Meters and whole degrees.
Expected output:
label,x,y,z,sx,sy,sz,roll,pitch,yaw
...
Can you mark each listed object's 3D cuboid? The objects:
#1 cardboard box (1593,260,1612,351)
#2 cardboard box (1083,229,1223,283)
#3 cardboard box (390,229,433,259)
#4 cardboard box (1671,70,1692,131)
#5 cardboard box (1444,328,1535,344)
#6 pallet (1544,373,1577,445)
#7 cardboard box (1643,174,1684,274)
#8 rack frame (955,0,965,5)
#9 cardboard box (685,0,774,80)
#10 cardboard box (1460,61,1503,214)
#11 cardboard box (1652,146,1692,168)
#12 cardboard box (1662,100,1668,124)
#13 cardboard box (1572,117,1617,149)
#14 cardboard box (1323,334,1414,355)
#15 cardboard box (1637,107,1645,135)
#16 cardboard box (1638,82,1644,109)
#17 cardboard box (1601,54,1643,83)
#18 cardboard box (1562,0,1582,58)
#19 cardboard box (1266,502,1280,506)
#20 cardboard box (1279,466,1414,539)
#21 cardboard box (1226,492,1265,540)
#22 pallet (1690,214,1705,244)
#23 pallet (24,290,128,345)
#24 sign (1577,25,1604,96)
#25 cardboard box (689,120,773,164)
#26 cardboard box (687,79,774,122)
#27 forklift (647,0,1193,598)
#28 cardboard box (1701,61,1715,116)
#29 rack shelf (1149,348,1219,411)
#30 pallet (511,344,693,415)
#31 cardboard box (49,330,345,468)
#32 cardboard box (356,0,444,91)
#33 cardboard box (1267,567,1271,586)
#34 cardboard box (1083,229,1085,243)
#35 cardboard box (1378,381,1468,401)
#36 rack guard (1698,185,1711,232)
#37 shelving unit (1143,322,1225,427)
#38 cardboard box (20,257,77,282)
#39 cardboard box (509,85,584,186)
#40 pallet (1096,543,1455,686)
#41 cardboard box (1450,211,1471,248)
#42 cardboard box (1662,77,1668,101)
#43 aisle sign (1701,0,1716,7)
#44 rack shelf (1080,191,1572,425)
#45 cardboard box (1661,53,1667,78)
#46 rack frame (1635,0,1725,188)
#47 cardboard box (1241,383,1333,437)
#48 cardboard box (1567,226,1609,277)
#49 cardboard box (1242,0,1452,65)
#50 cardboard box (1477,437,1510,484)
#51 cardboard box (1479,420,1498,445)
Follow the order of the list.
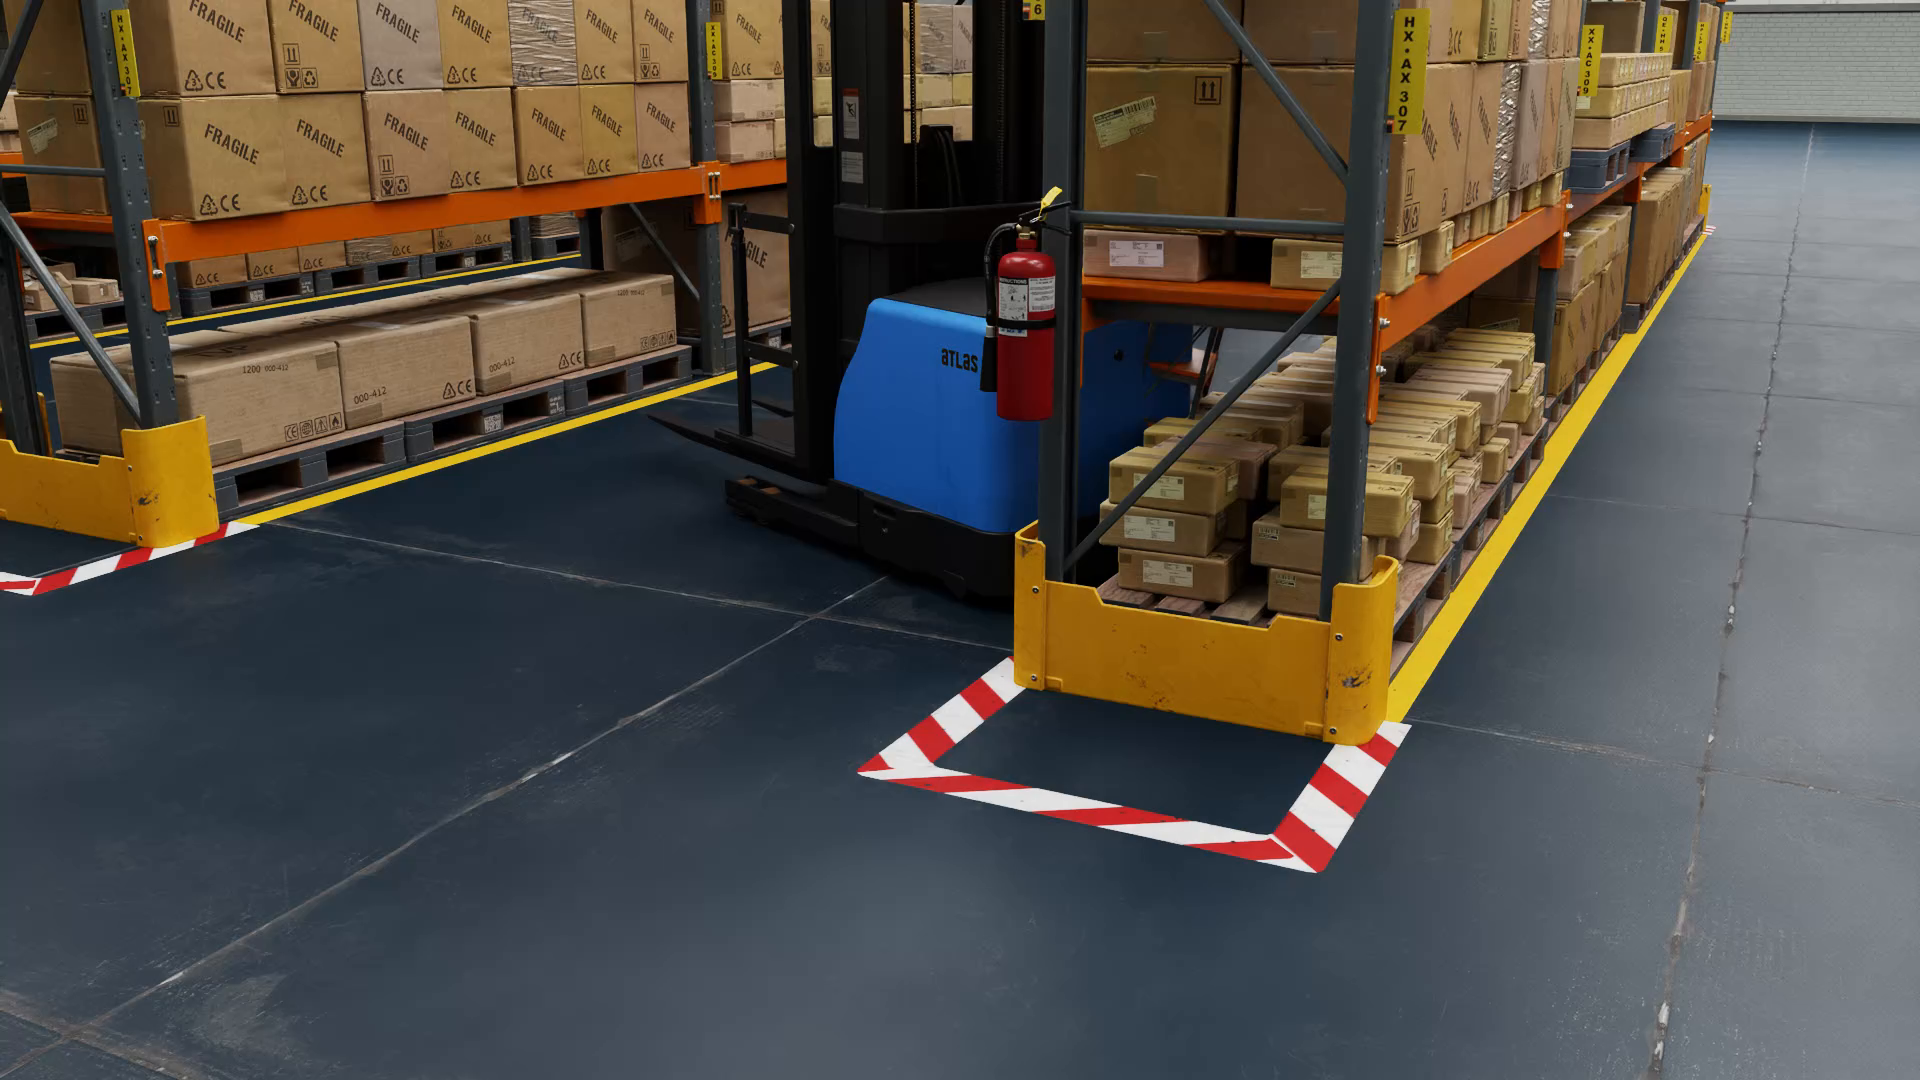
label,x,y,z,sx,sy,sz,roll,pitch,yaw
cardboard box,3.777,-1.487,10.416,0.500,0.500,0.500,7,18,23
cardboard box,0.612,-0.914,5.276,0.380,0.149,0.250,8,18,25
cardboard box,-5.083,-2.796,14.824,0.500,0.500,0.500,9,19,28
cardboard box,6.088,-3.853,14.554,0.500,0.500,0.500,8,18,25
cardboard box,2.581,-0.931,8.115,0.380,0.149,0.250,9,19,27
pallet,2.854,-0.796,9.335,1.003,0.211,1.213,8,18,25
cardboard box,5.450,-2.680,13.994,1.050,0.750,0.750,8,18,25
rack frame,-0.179,-3.558,13.734,1.000,3.000,0.127,8,18,25
cardboard box,-1.513,-3.141,10.401,0.500,0.500,0.500,8,18,26
cardboard box,1.614,-1.448,5.934,0.500,0.500,0.500,8,18,26
cardboard box,6.425,-3.306,15.883,0.875,0.875,0.875,8,19,26
cardboard box,4.485,-2.850,11.056,0.380,0.149,0.250,8,19,26
cardboard box,3.095,-2.057,8.387,0.380,0.149,0.250,7,18,23
cardboard box,1.992,-0.931,8.114,0.380,0.149,0.250,9,19,28
cardboard box,3.789,-2.454,9.723,0.380,0.149,0.250,7,18,23
cardboard box,3.676,-2.535,9.472,0.380,0.149,0.250,8,18,24
cardboard box,3.558,-2.608,9.195,0.380,0.149,0.250,8,18,25
cardboard box,2.539,-2.450,7.552,0.500,0.500,0.500,7,18,23
cardboard box,1.086,-0.110,6.397,0.380,0.149,0.250,8,18,26
cardboard box,1.258,-0.126,5.405,0.380,0.149,0.250,7,18,23
cardboard box,0.865,-0.124,5.919,0.380,0.149,0.250,8,18,24
pallet,7.582,-3.441,18.239,1.003,0.211,1.213,8,18,25
pallet,-6.717,-1.658,12.235,1.003,0.211,1.213,8,18,25
sign,2.996,-2.283,7.921,0.100,0.325,0.005,8,18,25
cardboard box,-1.534,-2.545,10.589,0.500,0.250,0.500,8,18,24
cardboard box,-1.518,-2.783,10.510,0.500,0.250,0.500,8,18,24
forklift,-0.387,-1.546,7.083,1.130,2.935,3.031,-13,21,-36
cardboard box,7.518,-4.820,17.721,0.875,0.550,0.550,8,18,25
rack shelf,0.845,-0.650,6.465,0.258,0.148,0.480,15,19,10
pallet,-2.376,-1.018,10.082,1.003,0.211,1.213,8,18,25
cardboard box,-3.548,-0.674,7.787,0.875,0.438,0.875,7,18,24
cardboard box,-2.837,-2.398,7.897,0.500,0.500,0.500,8,18,25
cardboard box,1.284,0.080,5.757,0.380,0.149,0.250,8,18,25
cardboard box,0.749,-3.023,15.813,0.950,0.372,0.625,9,19,27
cardboard box,1.855,-0.540,6.798,0.380,0.149,0.250,8,18,26
rack guard,7.880,-3.799,18.937,1.175,0.500,0.348,8,18,25
shelving unit,0.815,-0.505,6.516,0.258,1.200,0.503,15,19,10
cardboard box,-6.915,-1.943,12.284,0.500,0.311,0.500,9,19,27
cardboard box,-2.382,-2.174,8.901,0.500,0.500,0.500,8,18,25
pallet,1.148,0.199,5.983,1.003,0.211,1.213,8,18,25
cardboard box,1.674,-1.177,6.159,0.380,0.149,0.250,8,18,24
cardboard box,4.363,-2.925,10.785,0.380,0.149,0.250,9,19,27
aisle sign,8.169,-6.217,18.123,0.394,0.787,0.004,8,18,25
rack shelf,1.613,-1.080,6.657,1.077,0.370,4.000,8,18,25
cardboard box,4.254,-3.006,10.536,0.380,0.149,0.250,9,19,27
rack frame,7.869,-4.991,18.561,1.000,3.000,0.127,8,18,25
cardboard box,1.355,-0.528,6.759,0.380,0.149,0.250,7,18,24
cardboard box,3.541,-1.717,9.873,0.500,0.250,0.500,9,19,27
cardboard box,1.158,-1.666,4.912,0.500,0.500,0.500,8,18,25
cardboard box,2.174,-0.362,7.246,0.380,0.149,0.250,8,18,25
cardboard box,2.141,-0.531,7.293,0.380,0.149,0.250,9,19,27
